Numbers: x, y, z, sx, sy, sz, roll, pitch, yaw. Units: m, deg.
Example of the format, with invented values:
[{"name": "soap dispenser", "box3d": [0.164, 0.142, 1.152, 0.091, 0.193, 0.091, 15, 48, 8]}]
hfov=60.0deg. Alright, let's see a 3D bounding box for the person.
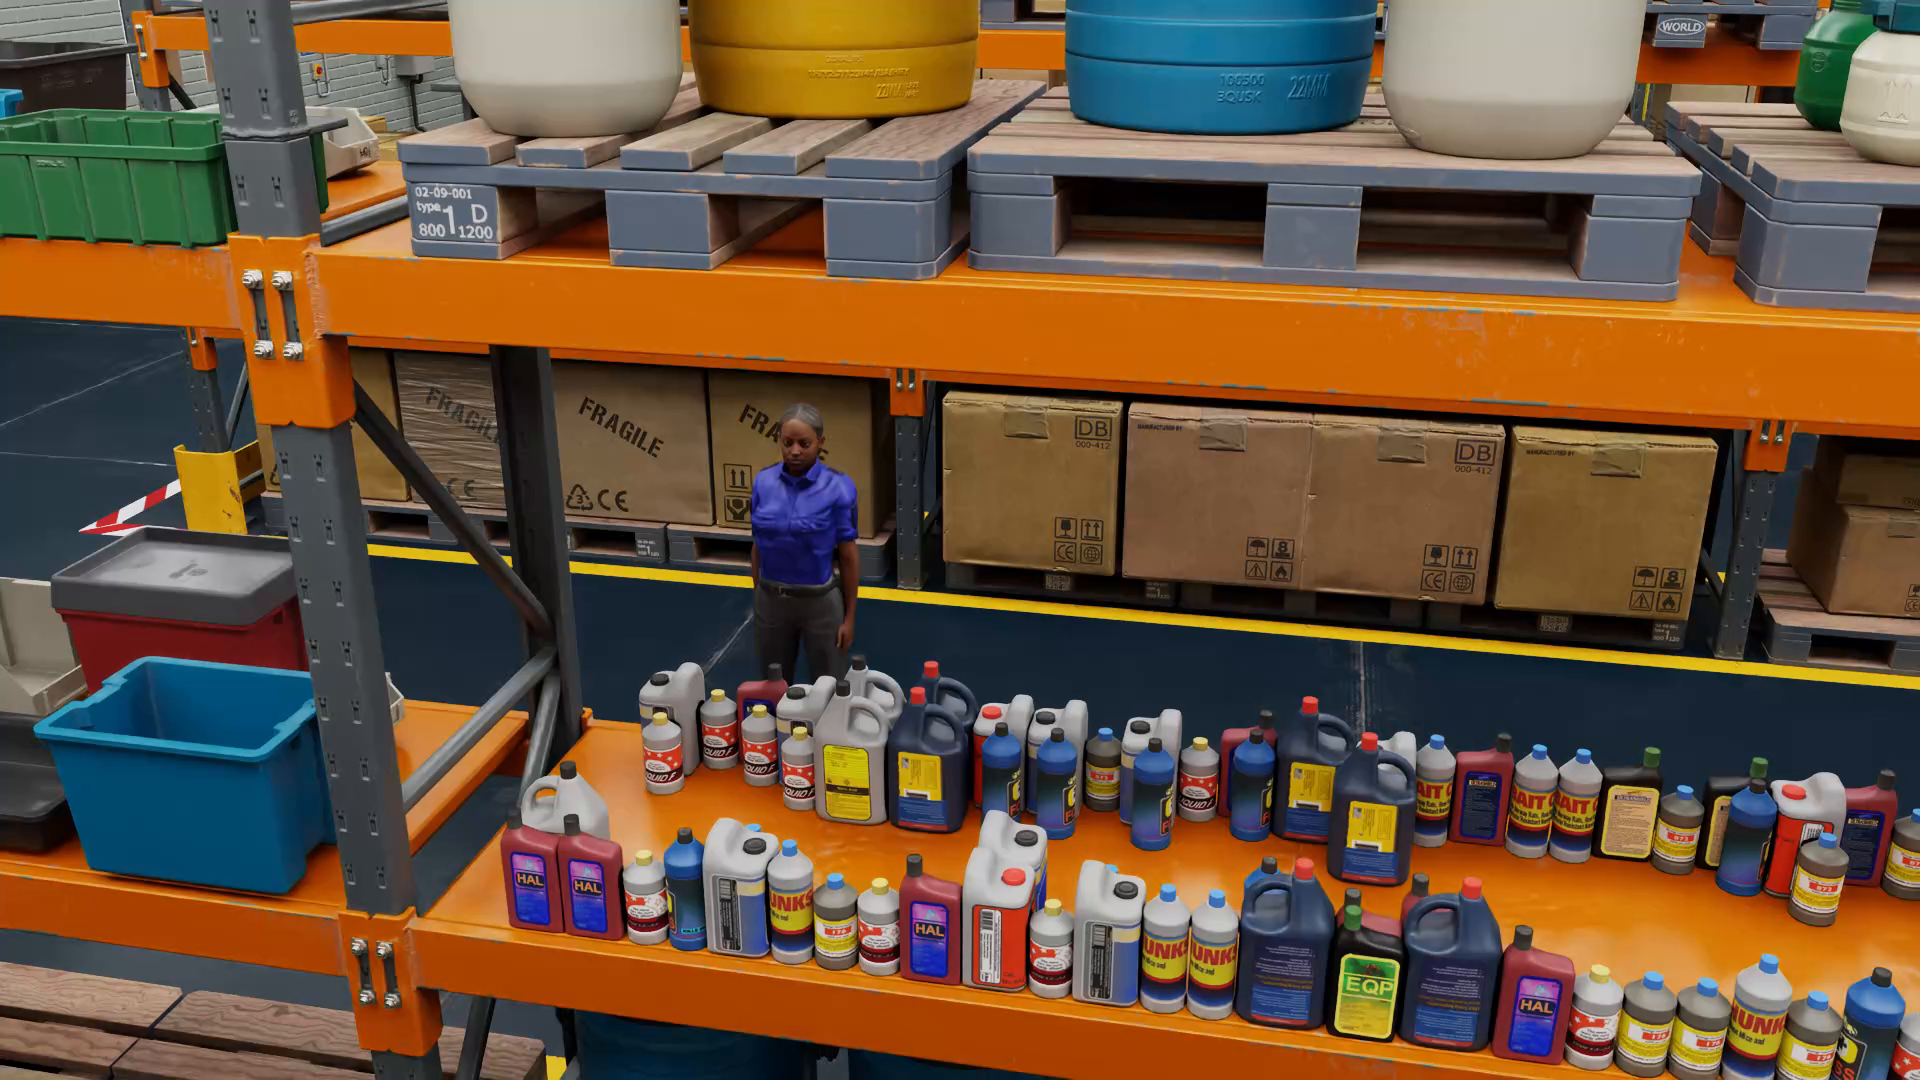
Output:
[{"name": "person", "box3d": [-0.595, 0.291, 6.419, 0.437, 1.694, 0.329, 5, 22, 12]}]
